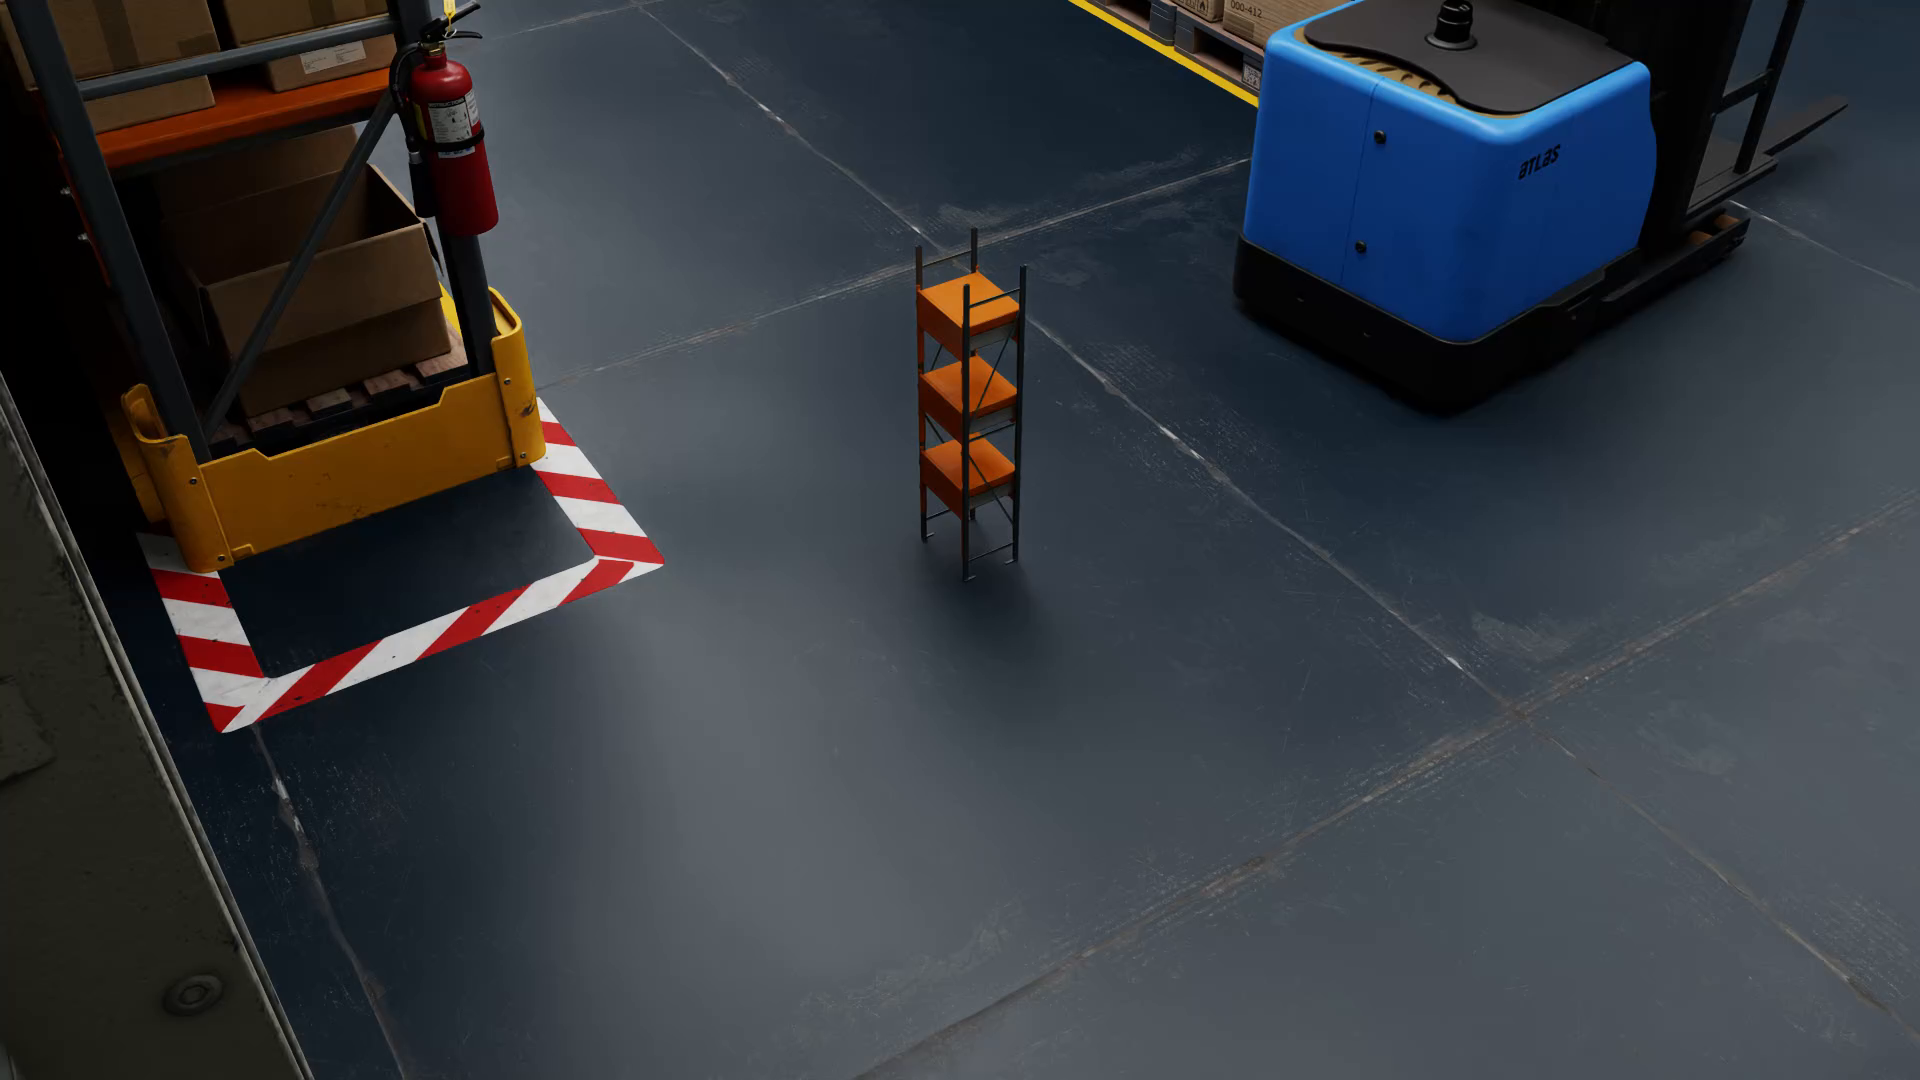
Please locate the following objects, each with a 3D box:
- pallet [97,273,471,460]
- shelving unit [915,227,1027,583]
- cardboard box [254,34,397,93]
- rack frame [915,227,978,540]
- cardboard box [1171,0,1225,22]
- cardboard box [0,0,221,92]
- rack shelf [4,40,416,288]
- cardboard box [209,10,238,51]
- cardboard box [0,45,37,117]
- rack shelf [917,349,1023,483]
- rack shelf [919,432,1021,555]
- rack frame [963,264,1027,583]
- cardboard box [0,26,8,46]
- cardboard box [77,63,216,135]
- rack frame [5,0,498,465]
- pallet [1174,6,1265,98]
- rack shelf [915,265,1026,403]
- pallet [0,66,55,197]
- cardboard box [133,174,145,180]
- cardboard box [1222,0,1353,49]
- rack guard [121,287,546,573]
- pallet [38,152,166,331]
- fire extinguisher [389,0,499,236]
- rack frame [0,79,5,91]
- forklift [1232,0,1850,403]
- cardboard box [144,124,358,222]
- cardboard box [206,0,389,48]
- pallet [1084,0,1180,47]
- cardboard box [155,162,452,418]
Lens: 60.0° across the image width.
[{"bbox_3d":[-2.385,-0.685,5.908,1.003,0.211,1.213,-22,45,-24],"label":"pallet"},{"bbox_3d":[0.029,-0.374,4.879,0.215,1.050,0.252,-22,45,-24],"label":"shelving unit"},{"bbox_3d":[-1.860,-1.461,4.857,0.380,0.149,0.250,-23,45,-25],"label":"cardboard box"},{"bbox_3d":[-0.037,-0.440,4.958,0.200,1.050,0.008,-22,45,-24],"label":"rack frame"},{"bbox_3d":[1.330,-2.986,8.164,0.875,0.438,0.875,-21,44,-23],"label":"cardboard box"},{"bbox_3d":[-2.386,-1.499,4.591,0.500,0.250,0.500,-21,44,-23],"label":"cardboard box"},{"bbox_3d":[-2.990,-2.089,5.976,1.077,0.370,4.000,-22,45,-24],"label":"rack shelf"},{"bbox_3d":[-2.036,-1.583,5.002,0.380,0.149,0.250,-21,44,-23],"label":"cardboard box"},{"bbox_3d":[-3.909,-2.135,7.242,0.500,0.311,0.500,-21,44,-23],"label":"cardboard box"},{"bbox_3d":[0.029,-0.366,4.886,0.215,0.259,0.240,-22,45,-24],"label":"rack shelf"},{"bbox_3d":[0.029,-0.153,5.064,0.215,0.259,0.240,-22,45,-24],"label":"rack shelf"},{"bbox_3d":[0.094,-0.309,4.800,0.200,1.050,0.008,-22,45,-24],"label":"rack frame"},{"bbox_3d":[-2.803,-1.670,5.107,0.380,0.149,0.250,-22,45,-24],"label":"cardboard box"},{"bbox_3d":[-2.319,-1.276,4.634,0.380,0.149,0.250,-23,45,-25],"label":"cardboard box"},{"bbox_3d":[-1.915,-1.286,4.450,1.000,3.000,0.127,-22,45,-24],"label":"rack frame"},{"bbox_3d":[1.773,-2.330,7.881,1.003,0.211,1.213,-22,45,-24],"label":"pallet"},{"bbox_3d":[0.029,-0.584,4.704,0.215,0.259,0.240,-22,45,-24],"label":"rack shelf"},{"bbox_3d":[-3.697,-2.002,7.488,1.003,0.211,1.213,-22,45,-24],"label":"pallet"},{"bbox_3d":[-3.149,-1.885,6.793,0.700,0.500,0.500,-24,45,-26],"label":"cardboard box"},{"bbox_3d":[1.829,-2.495,7.575,0.875,0.438,0.875,-24,45,-26],"label":"cardboard box"},{"bbox_3d":[-1.955,-0.367,5.299,1.175,0.500,0.348,-22,45,-24],"label":"rack guard"},{"bbox_3d":[-3.037,-1.343,6.697,1.003,0.211,1.213,-22,45,-24],"label":"pallet"},{"bbox_3d":[-1.446,-1.193,4.690,0.296,0.674,0.183,-22,45,-24],"label":"fire extinguisher"},{"bbox_3d":[-4.065,-3.445,7.041,1.000,3.000,0.127,-22,45,-24],"label":"rack frame"},{"bbox_3d":[2.477,-2.395,5.834,3.031,2.935,1.130,-29,48,-30],"label":"forklift"},{"bbox_3d":[-2.590,-1.324,6.121,0.700,0.500,0.500,-20,44,-23],"label":"cardboard box"},{"bbox_3d":[-1.931,-1.680,4.808,0.500,0.250,0.500,-22,45,-24],"label":"cardboard box"},{"bbox_3d":[1.121,-2.988,8.670,1.003,0.211,1.213,-22,45,-24],"label":"pallet"},{"bbox_3d":[-2.164,-0.851,5.550,0.797,0.503,0.637,-24,45,-26],"label":"cardboard box"}]
